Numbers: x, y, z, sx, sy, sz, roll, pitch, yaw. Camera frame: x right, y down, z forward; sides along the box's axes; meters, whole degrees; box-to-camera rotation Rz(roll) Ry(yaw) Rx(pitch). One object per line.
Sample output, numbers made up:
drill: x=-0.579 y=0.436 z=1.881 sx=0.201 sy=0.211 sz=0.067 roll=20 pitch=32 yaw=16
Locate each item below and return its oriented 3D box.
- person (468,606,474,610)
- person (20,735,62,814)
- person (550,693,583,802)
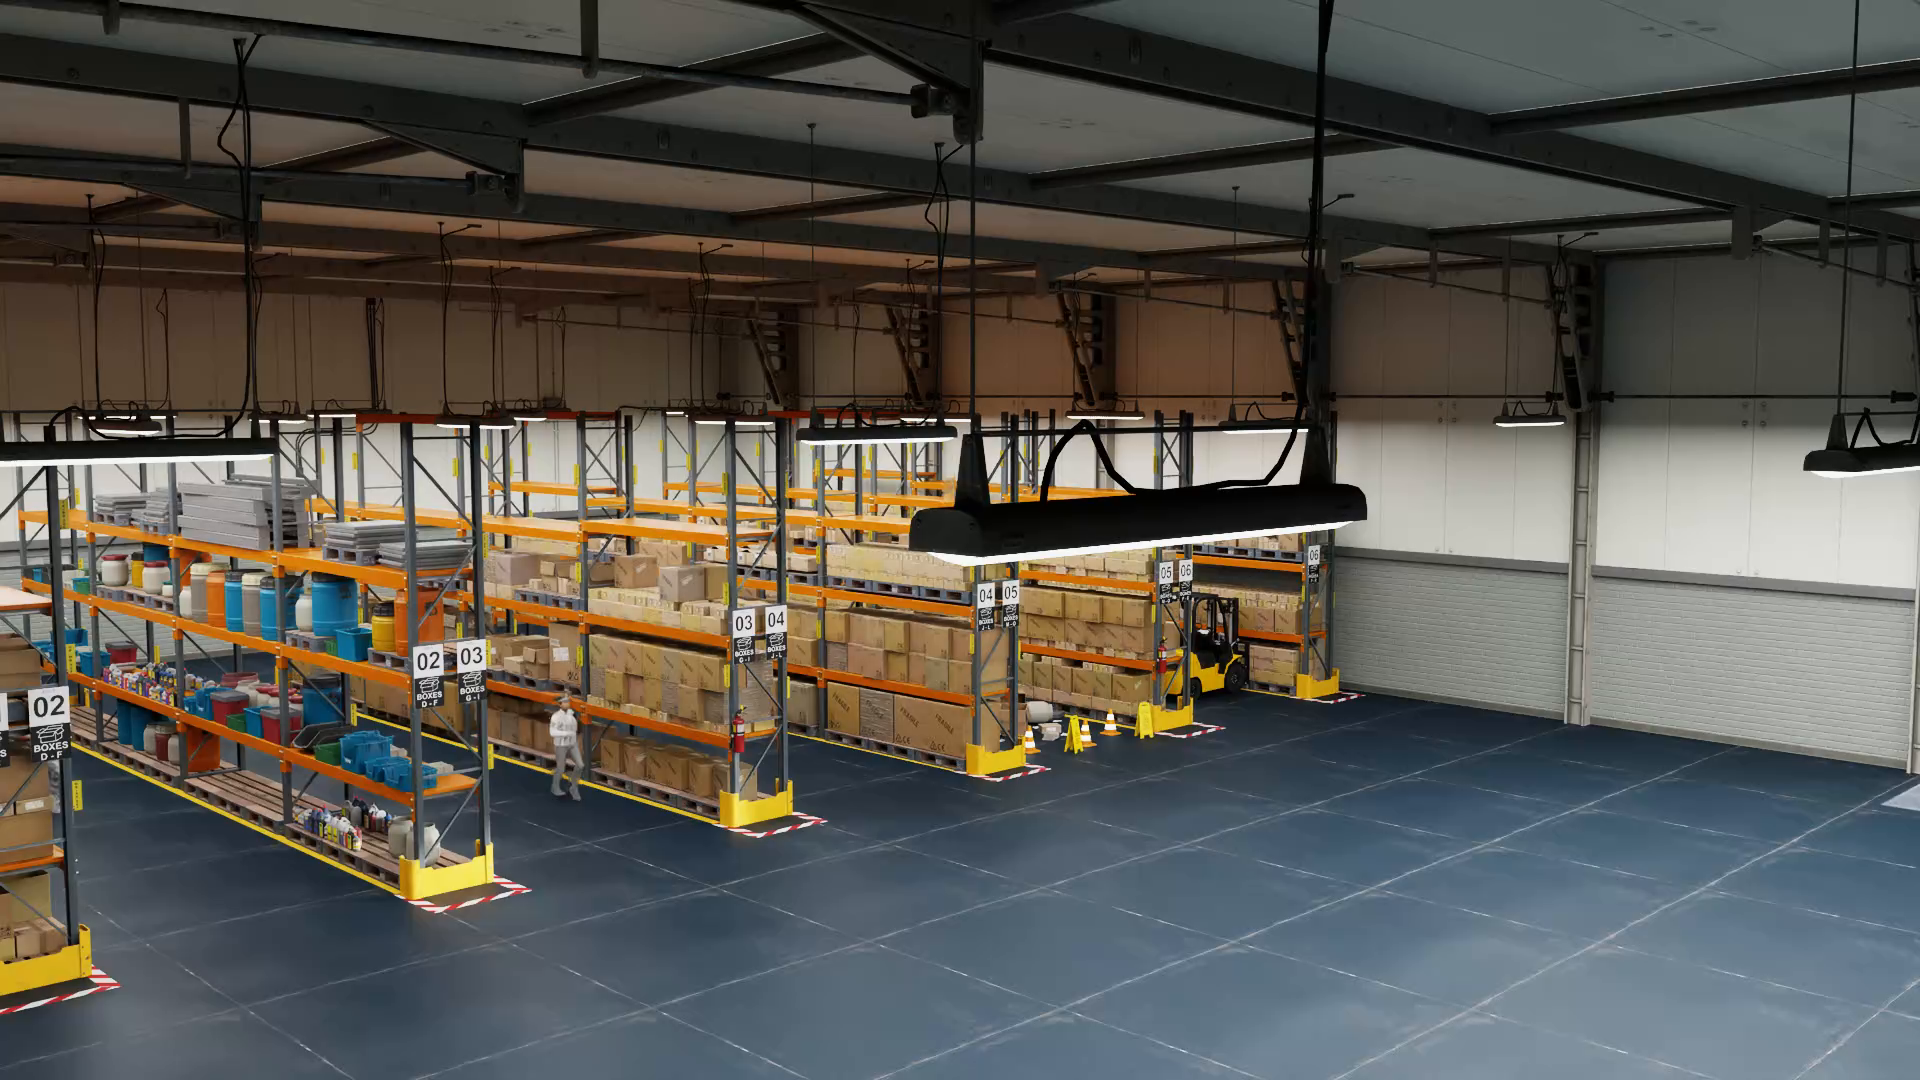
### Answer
person: x=-10.989 y=2.291 z=37.291 sx=0.607 sy=1.624 sz=0.542 roll=-3 pitch=6 yaw=-35
person: x=-13.912 y=3.249 z=25.241 sx=0.733 sy=1.841 sz=0.657 roll=4 pitch=6 yaw=37
person: x=-6.158 y=3.242 z=25.990 sx=0.726 sy=1.740 sz=0.590 roll=5 pitch=7 yaw=43
